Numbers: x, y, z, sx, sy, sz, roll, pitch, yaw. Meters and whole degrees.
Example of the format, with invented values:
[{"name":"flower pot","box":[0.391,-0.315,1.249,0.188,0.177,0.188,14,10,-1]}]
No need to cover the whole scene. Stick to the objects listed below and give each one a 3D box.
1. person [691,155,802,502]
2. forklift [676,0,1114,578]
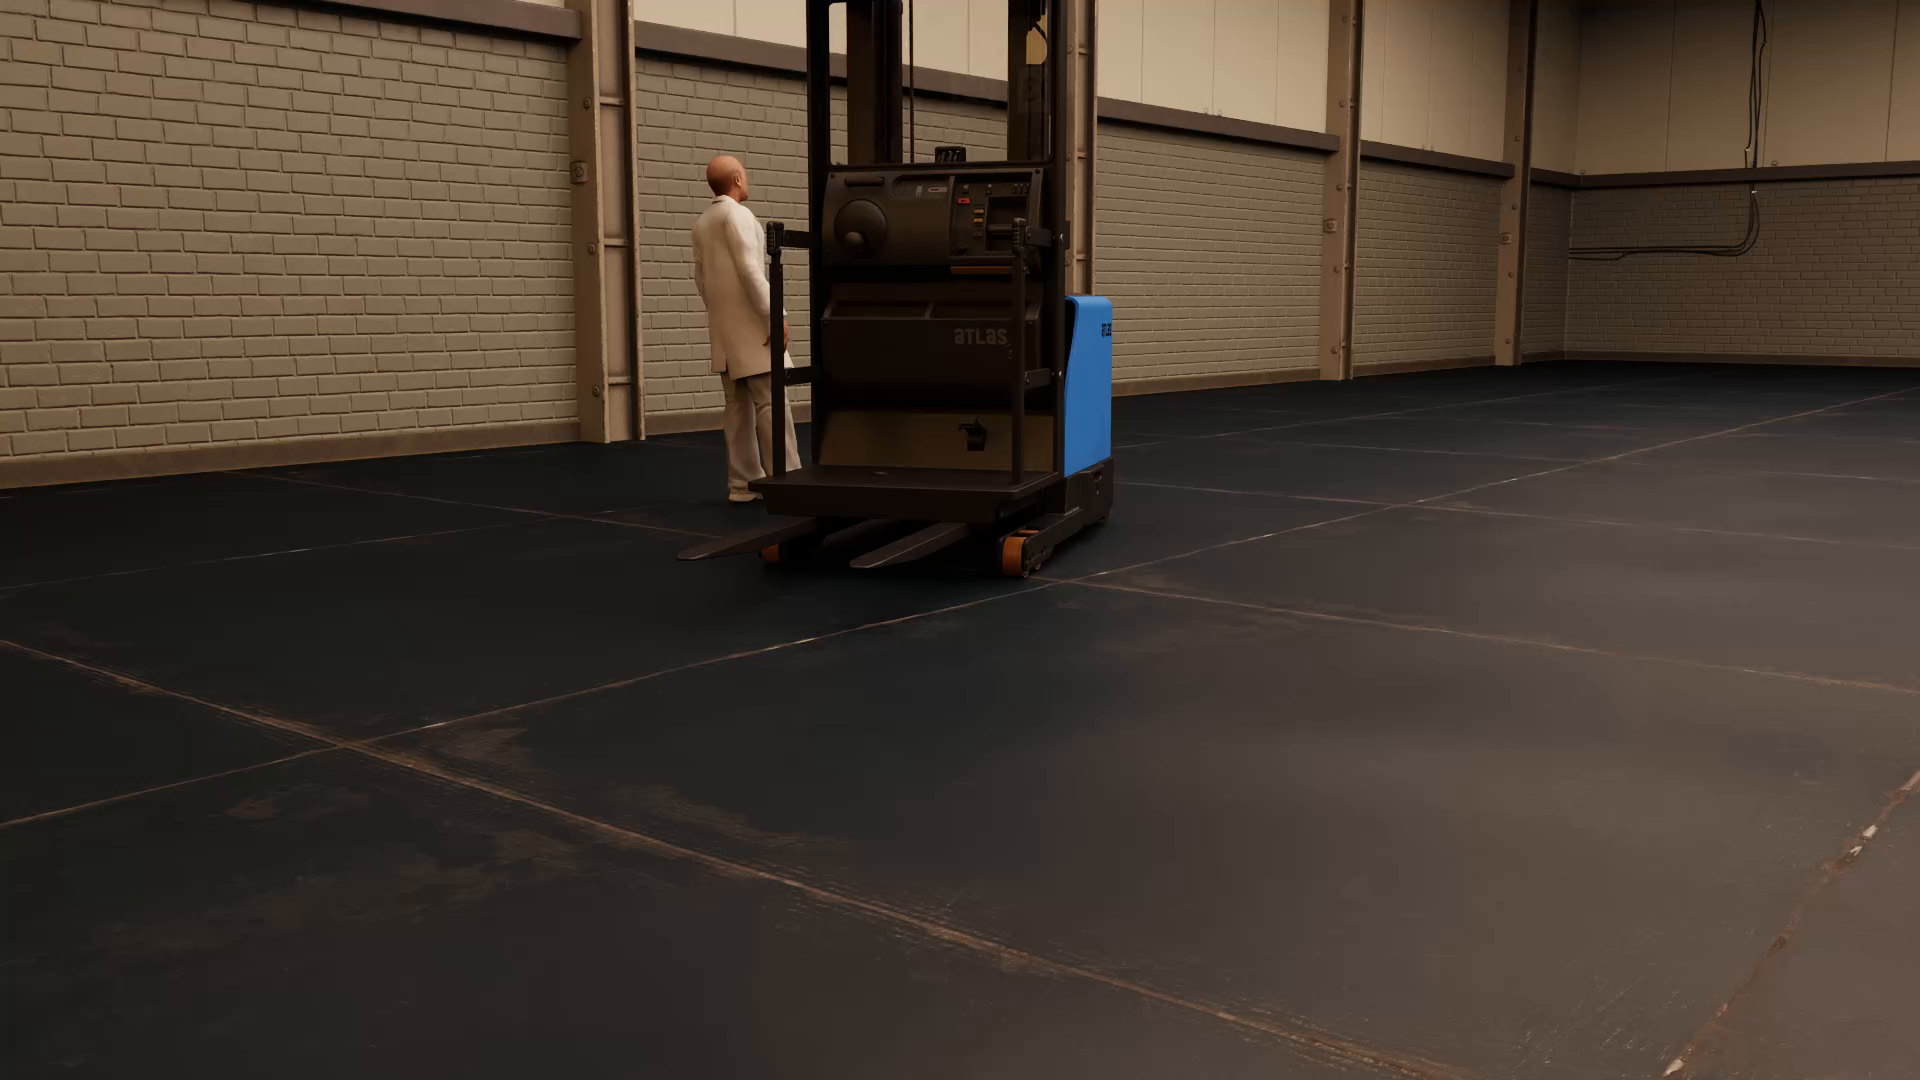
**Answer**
[{"name":"person","box":[-1.044,-1.090,8.662,0.580,1.777,0.697,-6,10,-35]},{"name":"forklift","box":[-0.176,-1.366,6.616,1.130,2.935,3.031,3,9,17]}]
